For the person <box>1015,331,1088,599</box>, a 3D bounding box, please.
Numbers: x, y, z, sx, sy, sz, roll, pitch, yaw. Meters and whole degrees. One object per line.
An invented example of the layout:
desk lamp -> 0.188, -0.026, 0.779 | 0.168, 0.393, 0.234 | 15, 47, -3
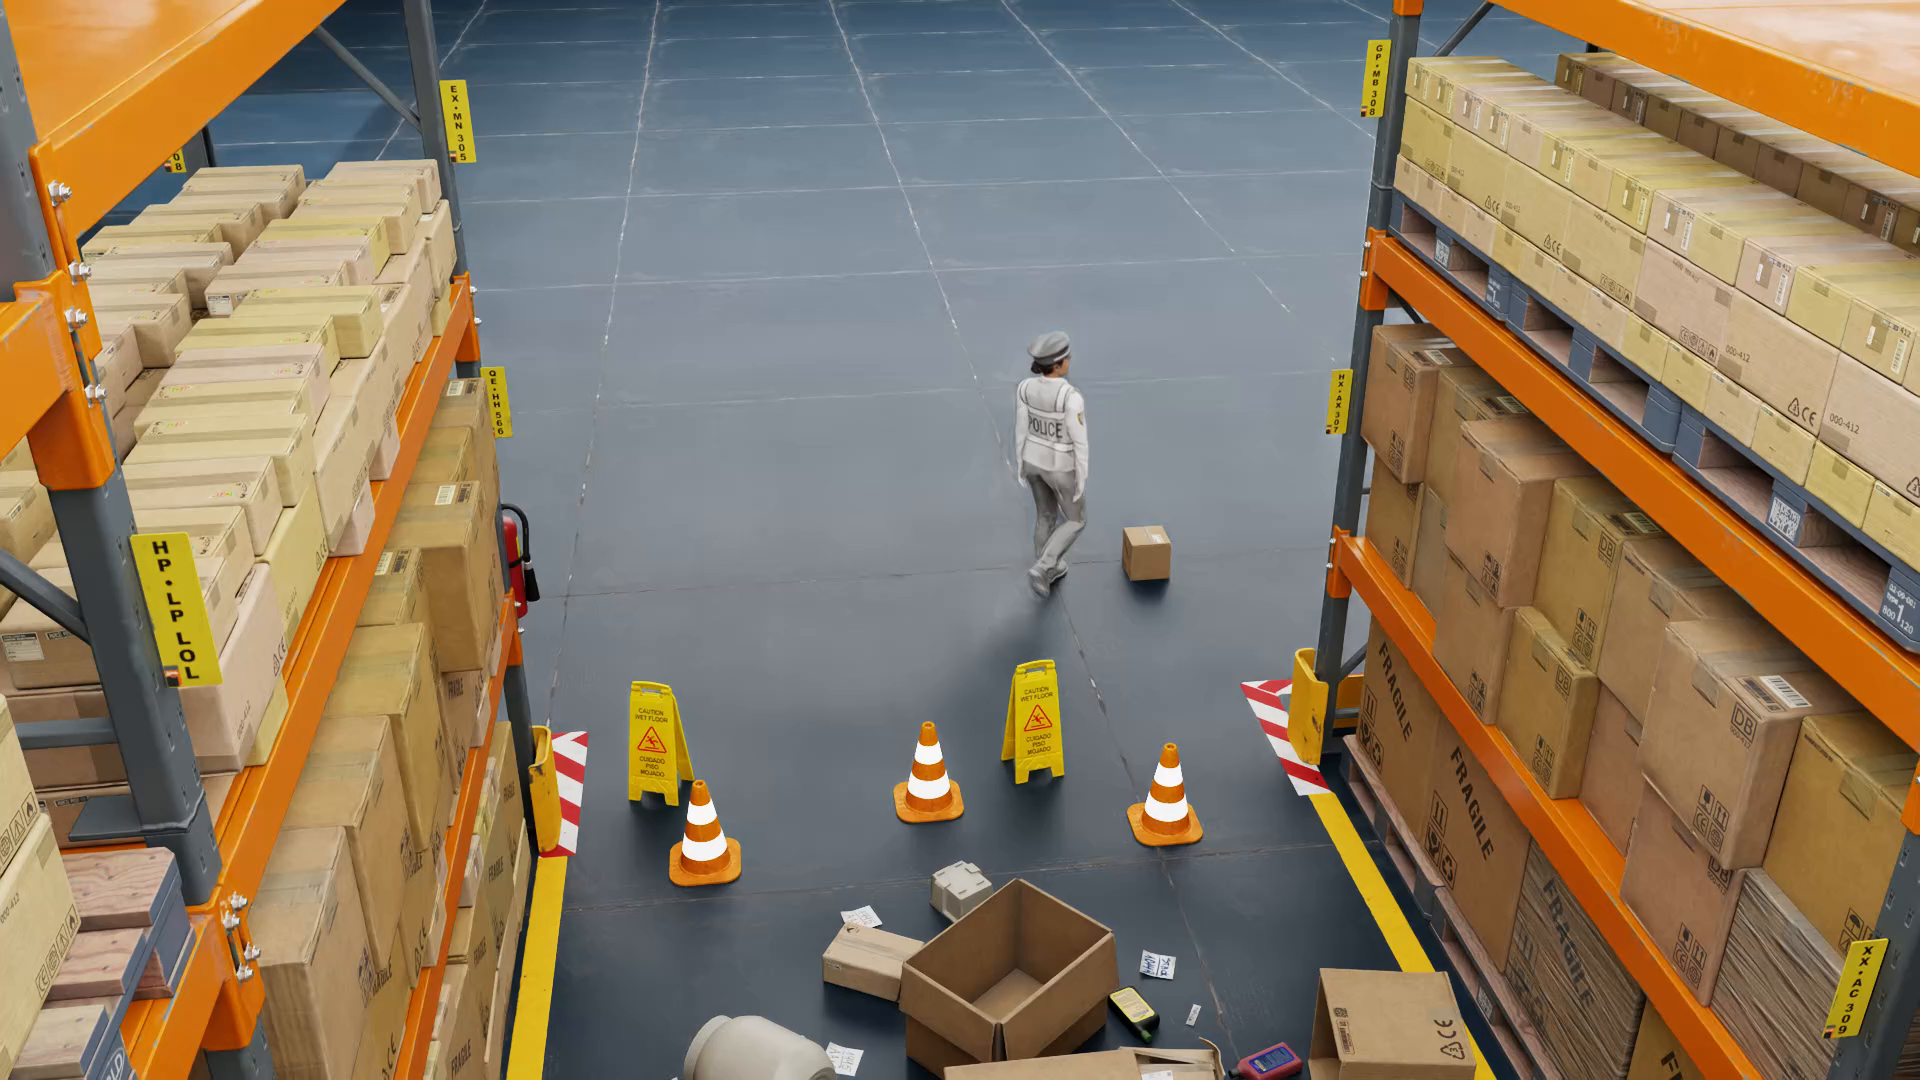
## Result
person -> 0.535, -0.425, 9.869 | 0.505, 1.669, 0.650 | 18, 32, 30
